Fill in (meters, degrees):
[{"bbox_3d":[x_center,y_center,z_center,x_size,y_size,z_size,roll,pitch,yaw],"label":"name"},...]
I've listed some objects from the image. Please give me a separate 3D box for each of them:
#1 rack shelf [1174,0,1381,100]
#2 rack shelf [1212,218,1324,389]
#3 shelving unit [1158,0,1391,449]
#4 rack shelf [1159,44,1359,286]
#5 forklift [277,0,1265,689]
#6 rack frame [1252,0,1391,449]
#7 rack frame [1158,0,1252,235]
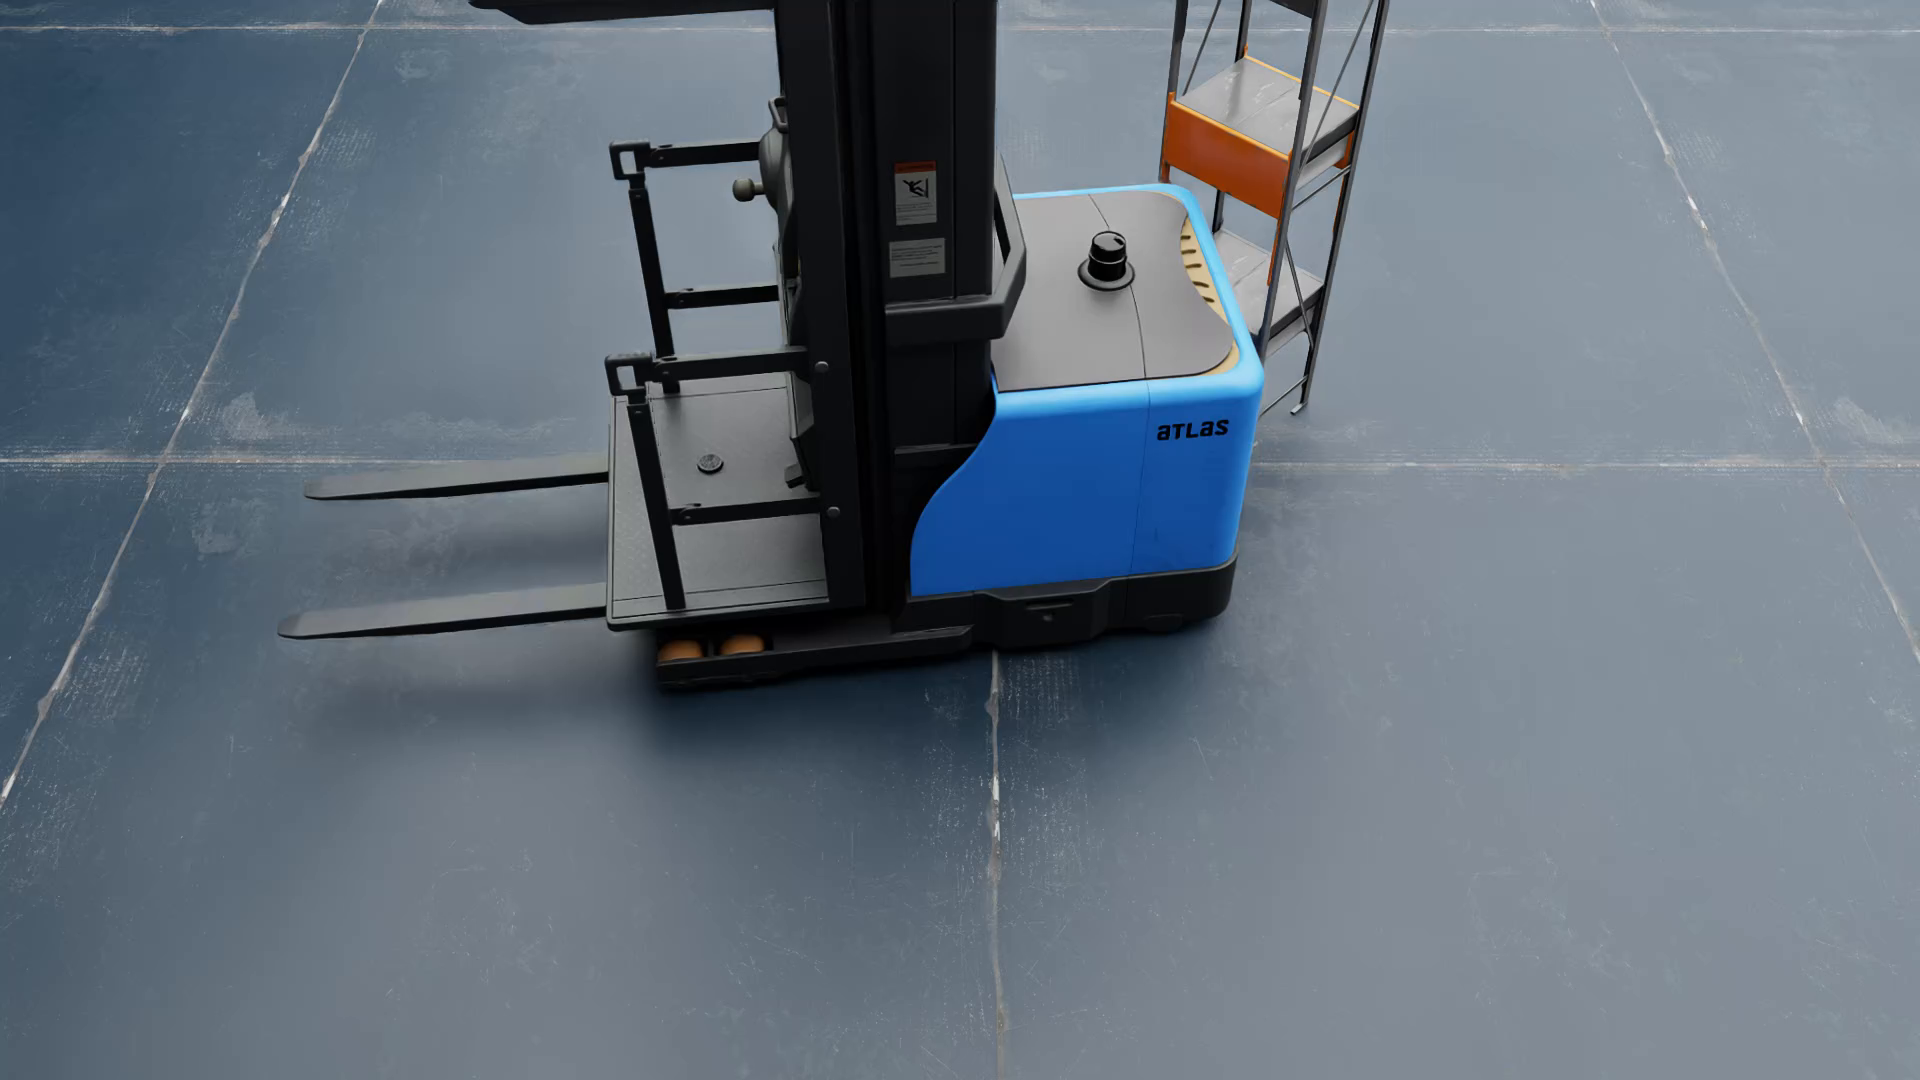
[{"bbox_3d":[0.982,-1.716,4.975,0.480,0.518,0.431,35,56,28],"label":"rack shelf"},{"bbox_3d":[0.982,-0.762,6.000,0.480,0.518,0.431,35,56,28],"label":"rack shelf"},{"bbox_3d":[0.982,-1.248,5.477,0.503,2.100,0.431,35,56,28],"label":"shelving unit"},{"bbox_3d":[0.982,-1.239,5.487,0.480,0.518,0.431,35,56,28],"label":"rack shelf"},{"bbox_3d":[-0.667,-0.938,4.621,3.031,2.935,1.130,-5,47,-5],"label":"forklift"},{"bbox_3d":[1.159,-1.125,5.363,0.015,2.100,0.400,35,56,28],"label":"rack frame"},{"bbox_3d":[0.805,-1.371,5.592,0.015,2.100,0.400,35,56,28],"label":"rack frame"}]
